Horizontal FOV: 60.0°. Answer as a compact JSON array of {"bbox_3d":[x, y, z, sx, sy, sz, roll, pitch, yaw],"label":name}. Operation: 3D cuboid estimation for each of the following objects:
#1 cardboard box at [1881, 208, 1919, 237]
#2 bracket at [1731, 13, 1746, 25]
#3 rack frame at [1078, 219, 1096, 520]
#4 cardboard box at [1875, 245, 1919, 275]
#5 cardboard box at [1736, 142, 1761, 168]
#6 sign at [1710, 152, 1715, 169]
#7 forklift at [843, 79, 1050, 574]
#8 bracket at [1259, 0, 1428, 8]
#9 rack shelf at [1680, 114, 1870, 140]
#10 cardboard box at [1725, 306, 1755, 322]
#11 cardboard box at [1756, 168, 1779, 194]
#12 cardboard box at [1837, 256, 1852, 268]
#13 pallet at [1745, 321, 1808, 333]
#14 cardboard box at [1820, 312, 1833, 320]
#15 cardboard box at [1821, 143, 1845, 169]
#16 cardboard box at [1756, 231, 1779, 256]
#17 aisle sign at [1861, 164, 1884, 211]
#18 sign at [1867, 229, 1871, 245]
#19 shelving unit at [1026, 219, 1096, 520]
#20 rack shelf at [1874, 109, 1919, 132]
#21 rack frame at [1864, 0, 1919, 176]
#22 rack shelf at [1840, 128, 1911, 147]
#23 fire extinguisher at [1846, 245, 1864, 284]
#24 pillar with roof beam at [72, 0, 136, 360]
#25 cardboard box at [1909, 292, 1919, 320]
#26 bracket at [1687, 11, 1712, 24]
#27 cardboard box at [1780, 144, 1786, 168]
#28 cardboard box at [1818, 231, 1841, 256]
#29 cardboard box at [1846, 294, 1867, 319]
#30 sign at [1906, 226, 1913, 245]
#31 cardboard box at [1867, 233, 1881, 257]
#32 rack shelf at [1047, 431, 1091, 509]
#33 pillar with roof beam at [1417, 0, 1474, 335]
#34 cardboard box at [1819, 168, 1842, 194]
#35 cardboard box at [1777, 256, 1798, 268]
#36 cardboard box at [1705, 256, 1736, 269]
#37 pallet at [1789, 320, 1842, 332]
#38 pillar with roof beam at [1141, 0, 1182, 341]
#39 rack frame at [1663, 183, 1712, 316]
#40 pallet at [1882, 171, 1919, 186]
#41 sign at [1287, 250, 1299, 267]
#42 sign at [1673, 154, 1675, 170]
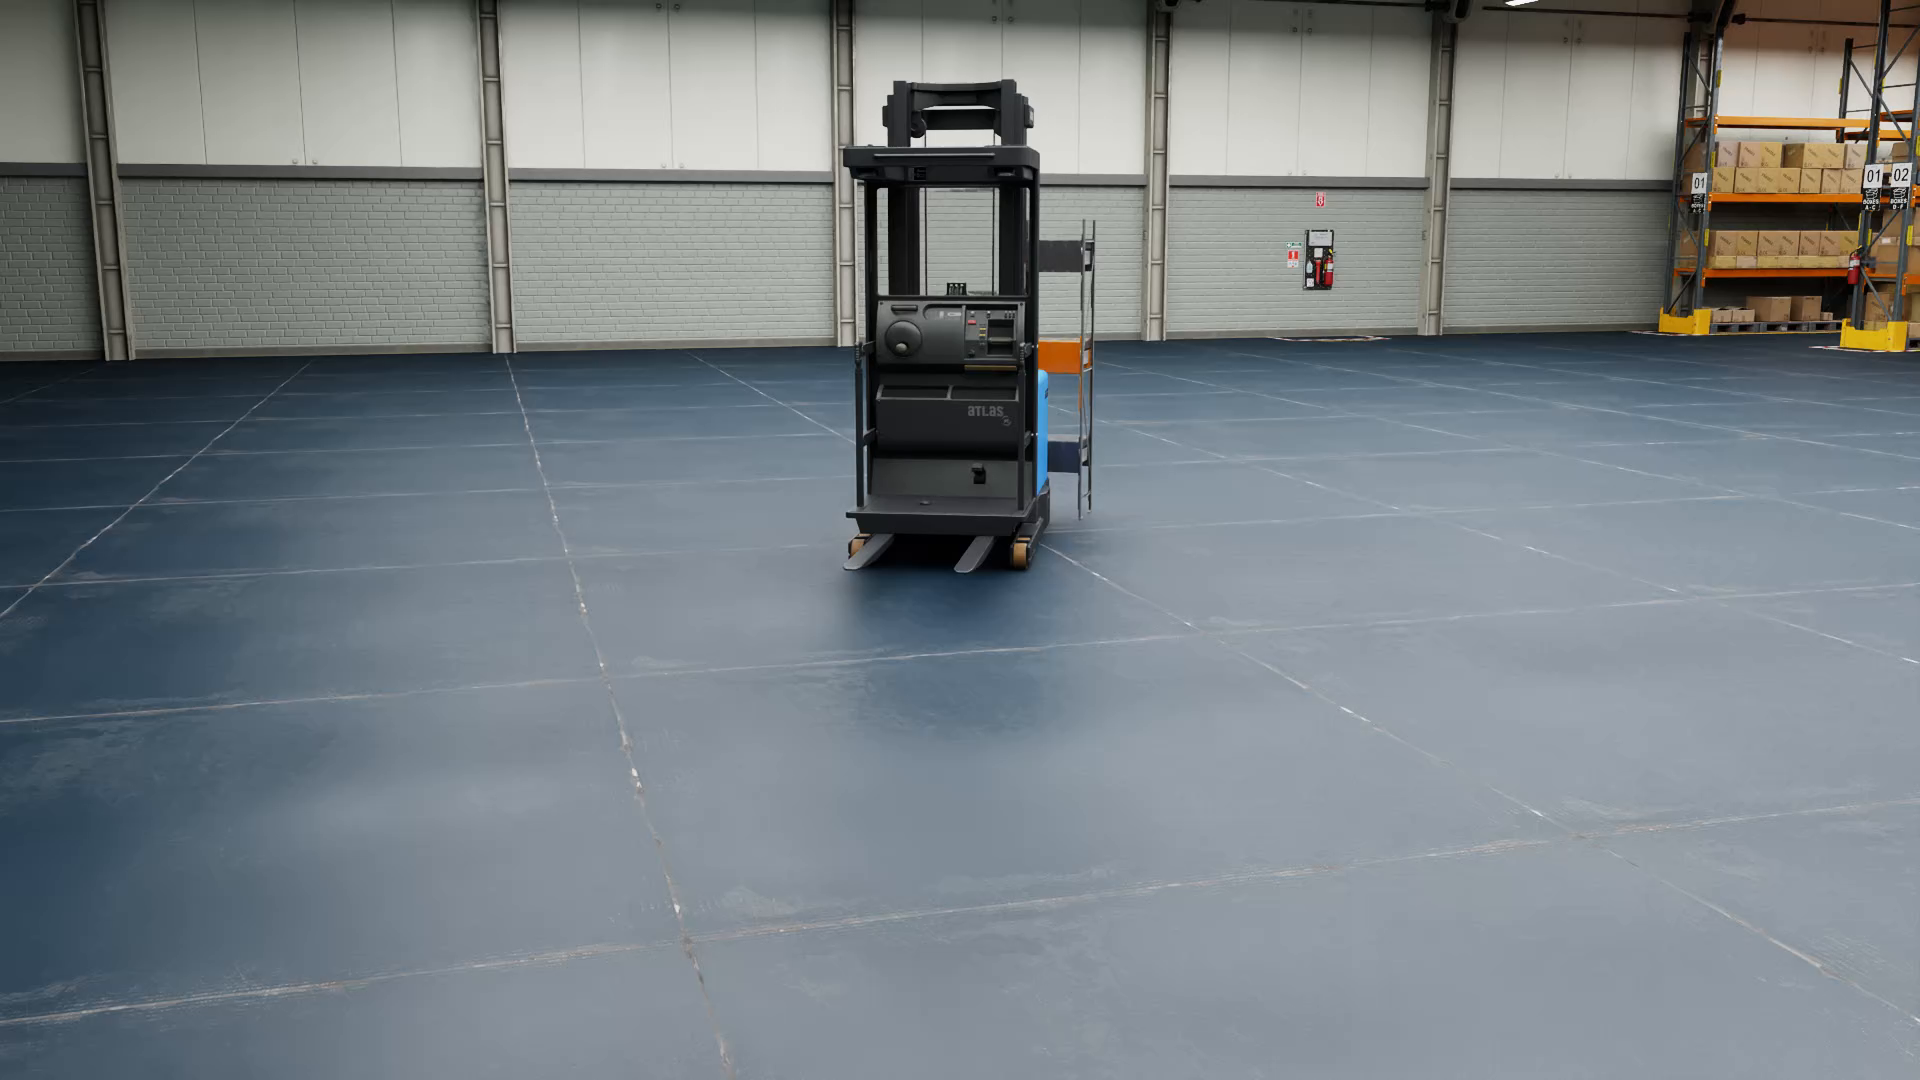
[{"bbox_3d":[16.682,-5.578,29.203,0.500,0.500,0.700,-3,11,-16],"label":"cardboard box"},{"bbox_3d":[15.720,-10.594,33.795,0.430,0.232,0.235,-3,11,-16],"label":"bracket"},{"bbox_3d":[0.903,-1.208,11.808,0.015,2.100,0.400,3,11,15],"label":"rack frame"},{"bbox_3d":[16.632,-4.938,29.306,0.500,0.500,0.700,-3,11,-16],"label":"cardboard box"},{"bbox_3d":[15.725,-7.748,33.469,0.500,0.500,0.500,-3,11,-17],"label":"cardboard box"},{"bbox_3d":[14.943,-7.539,33.013,0.005,0.325,0.100,-3,11,-16],"label":"sign"},{"bbox_3d":[-0.085,-1.329,10.169,1.130,2.935,3.031,1,11,8],"label":"forklift"},{"bbox_3d":[6.672,-10.117,31.204,4.783,0.066,0.076,-3,11,-16],"label":"bracket"},{"bbox_3d":[16.712,-8.424,33.948,4.000,0.370,1.077,-3,11,-16],"label":"rack shelf"},{"bbox_3d":[16.028,-4.670,34.341,0.500,0.311,0.500,-2,11,-11],"label":"cardboard box"},{"bbox_3d":[16.206,-7.284,33.710,0.500,0.500,0.500,-2,11,-13],"label":"cardboard box"},{"bbox_3d":[18.262,-5.790,34.571,0.500,0.250,0.500,-3,11,-16],"label":"cardboard box"},{"bbox_3d":[16.824,-4.456,34.671,1.213,0.211,1.003,-3,11,-16],"label":"pallet"},{"bbox_3d":[18.127,-4.721,35.017,0.250,0.166,0.380,-5,11,-23],"label":"cardboard box"},{"bbox_3d":[17.701,-7.854,34.047,0.500,0.500,0.500,-2,11,-13],"label":"cardboard box"},{"bbox_3d":[16.309,-6.053,33.929,0.500,0.500,0.500,-3,11,-18],"label":"cardboard box"},{"bbox_3d":[16.035,-6.193,29.223,0.004,0.787,0.394,-3,11,-16],"label":"aisle sign"},{"bbox_3d":[18.791,-6.262,34.387,0.005,0.325,0.100,-3,11,-16],"label":"sign"},{"bbox_3d":[0.668,-1.220,11.873,0.503,2.100,0.431,3,11,15],"label":"shelving unit"},{"bbox_3d":[18.100,-7.368,29.307,4.000,0.370,1.077,-3,11,-16],"label":"rack shelf"},{"bbox_3d":[16.180,-7.817,28.656,0.127,3.000,1.000,-3,11,-16],"label":"rack frame"},{"bbox_3d":[20.552,-8.432,35.083,4.000,0.370,1.077,-3,11,-16],"label":"rack shelf"},{"bbox_3d":[15.936,-4.904,29.612,0.183,0.674,0.296,-3,11,-16],"label":"fire extinguisher"},{"bbox_3d":[-12.379,-6.598,22.030,0.400,9.000,9.100,-3,11,-16],"label":"pillar with roof beam"},{"bbox_3d":[17.567,-4.222,30.059,0.500,0.500,0.500,-3,11,-16],"label":"cardboard box"},{"bbox_3d":[14.923,-10.552,33.567,0.430,0.232,0.235,-3,11,-16],"label":"bracket"},{"bbox_3d":[16.618,-7.896,34.274,0.500,0.500,0.500,-3,11,-16],"label":"cardboard box"},{"bbox_3d":[17.787,-6.131,34.355,0.500,0.500,0.500,-3,11,-16],"label":"cardboard box"},{"bbox_3d":[19.334,-4.958,35.380,0.500,0.500,0.700,-3,11,-14],"label":"cardboard box"},{"bbox_3d":[16.329,-5.235,28.588,0.005,0.325,0.100,-3,11,-16],"label":"sign"},{"bbox_3d":[19.130,-6.216,35.034,0.500,0.500,0.700,-3,11,-16],"label":"cardboard box"},{"bbox_3d":[0.668,-0.518,12.000,0.480,0.518,0.431,3,11,15],"label":"rack shelf"},{"bbox_3d":[10.664,-7.812,28.627,0.548,9.000,9.100,-3,11,-16],"label":"pillar with roof beam"},{"bbox_3d":[17.727,-7.373,34.194,0.500,0.500,0.500,-4,11,-21],"label":"cardboard box"},{"bbox_3d":[16.820,-5.712,34.149,0.500,0.250,0.500,-3,11,-15],"label":"cardboard box"},{"bbox_3d":[15.349,-5.634,33.722,0.500,0.250,0.500,-3,11,-18],"label":"cardboard box"},{"bbox_3d":[17.997,-4.519,35.010,1.213,0.211,1.003,-3,11,-16],"label":"pallet"},{"bbox_3d":[4.903,-7.509,26.978,0.548,9.000,9.100,-3,11,-16],"label":"pillar with roof beam"},{"bbox_3d":[14.792,-5.728,33.876,0.127,3.000,1.000,-3,11,-16],"label":"rack frame"},{"bbox_3d":[16.866,-6.330,29.105,1.213,0.211,1.003,-3,11,-16],"label":"pallet"},{"bbox_3d":[6.518,-5.499,32.534,0.234,0.329,0.001,-3,11,-16],"label":"sign"},{"bbox_3d":[14.656,-7.736,34.054,0.005,0.325,0.100,-3,11,-16],"label":"sign"}]
